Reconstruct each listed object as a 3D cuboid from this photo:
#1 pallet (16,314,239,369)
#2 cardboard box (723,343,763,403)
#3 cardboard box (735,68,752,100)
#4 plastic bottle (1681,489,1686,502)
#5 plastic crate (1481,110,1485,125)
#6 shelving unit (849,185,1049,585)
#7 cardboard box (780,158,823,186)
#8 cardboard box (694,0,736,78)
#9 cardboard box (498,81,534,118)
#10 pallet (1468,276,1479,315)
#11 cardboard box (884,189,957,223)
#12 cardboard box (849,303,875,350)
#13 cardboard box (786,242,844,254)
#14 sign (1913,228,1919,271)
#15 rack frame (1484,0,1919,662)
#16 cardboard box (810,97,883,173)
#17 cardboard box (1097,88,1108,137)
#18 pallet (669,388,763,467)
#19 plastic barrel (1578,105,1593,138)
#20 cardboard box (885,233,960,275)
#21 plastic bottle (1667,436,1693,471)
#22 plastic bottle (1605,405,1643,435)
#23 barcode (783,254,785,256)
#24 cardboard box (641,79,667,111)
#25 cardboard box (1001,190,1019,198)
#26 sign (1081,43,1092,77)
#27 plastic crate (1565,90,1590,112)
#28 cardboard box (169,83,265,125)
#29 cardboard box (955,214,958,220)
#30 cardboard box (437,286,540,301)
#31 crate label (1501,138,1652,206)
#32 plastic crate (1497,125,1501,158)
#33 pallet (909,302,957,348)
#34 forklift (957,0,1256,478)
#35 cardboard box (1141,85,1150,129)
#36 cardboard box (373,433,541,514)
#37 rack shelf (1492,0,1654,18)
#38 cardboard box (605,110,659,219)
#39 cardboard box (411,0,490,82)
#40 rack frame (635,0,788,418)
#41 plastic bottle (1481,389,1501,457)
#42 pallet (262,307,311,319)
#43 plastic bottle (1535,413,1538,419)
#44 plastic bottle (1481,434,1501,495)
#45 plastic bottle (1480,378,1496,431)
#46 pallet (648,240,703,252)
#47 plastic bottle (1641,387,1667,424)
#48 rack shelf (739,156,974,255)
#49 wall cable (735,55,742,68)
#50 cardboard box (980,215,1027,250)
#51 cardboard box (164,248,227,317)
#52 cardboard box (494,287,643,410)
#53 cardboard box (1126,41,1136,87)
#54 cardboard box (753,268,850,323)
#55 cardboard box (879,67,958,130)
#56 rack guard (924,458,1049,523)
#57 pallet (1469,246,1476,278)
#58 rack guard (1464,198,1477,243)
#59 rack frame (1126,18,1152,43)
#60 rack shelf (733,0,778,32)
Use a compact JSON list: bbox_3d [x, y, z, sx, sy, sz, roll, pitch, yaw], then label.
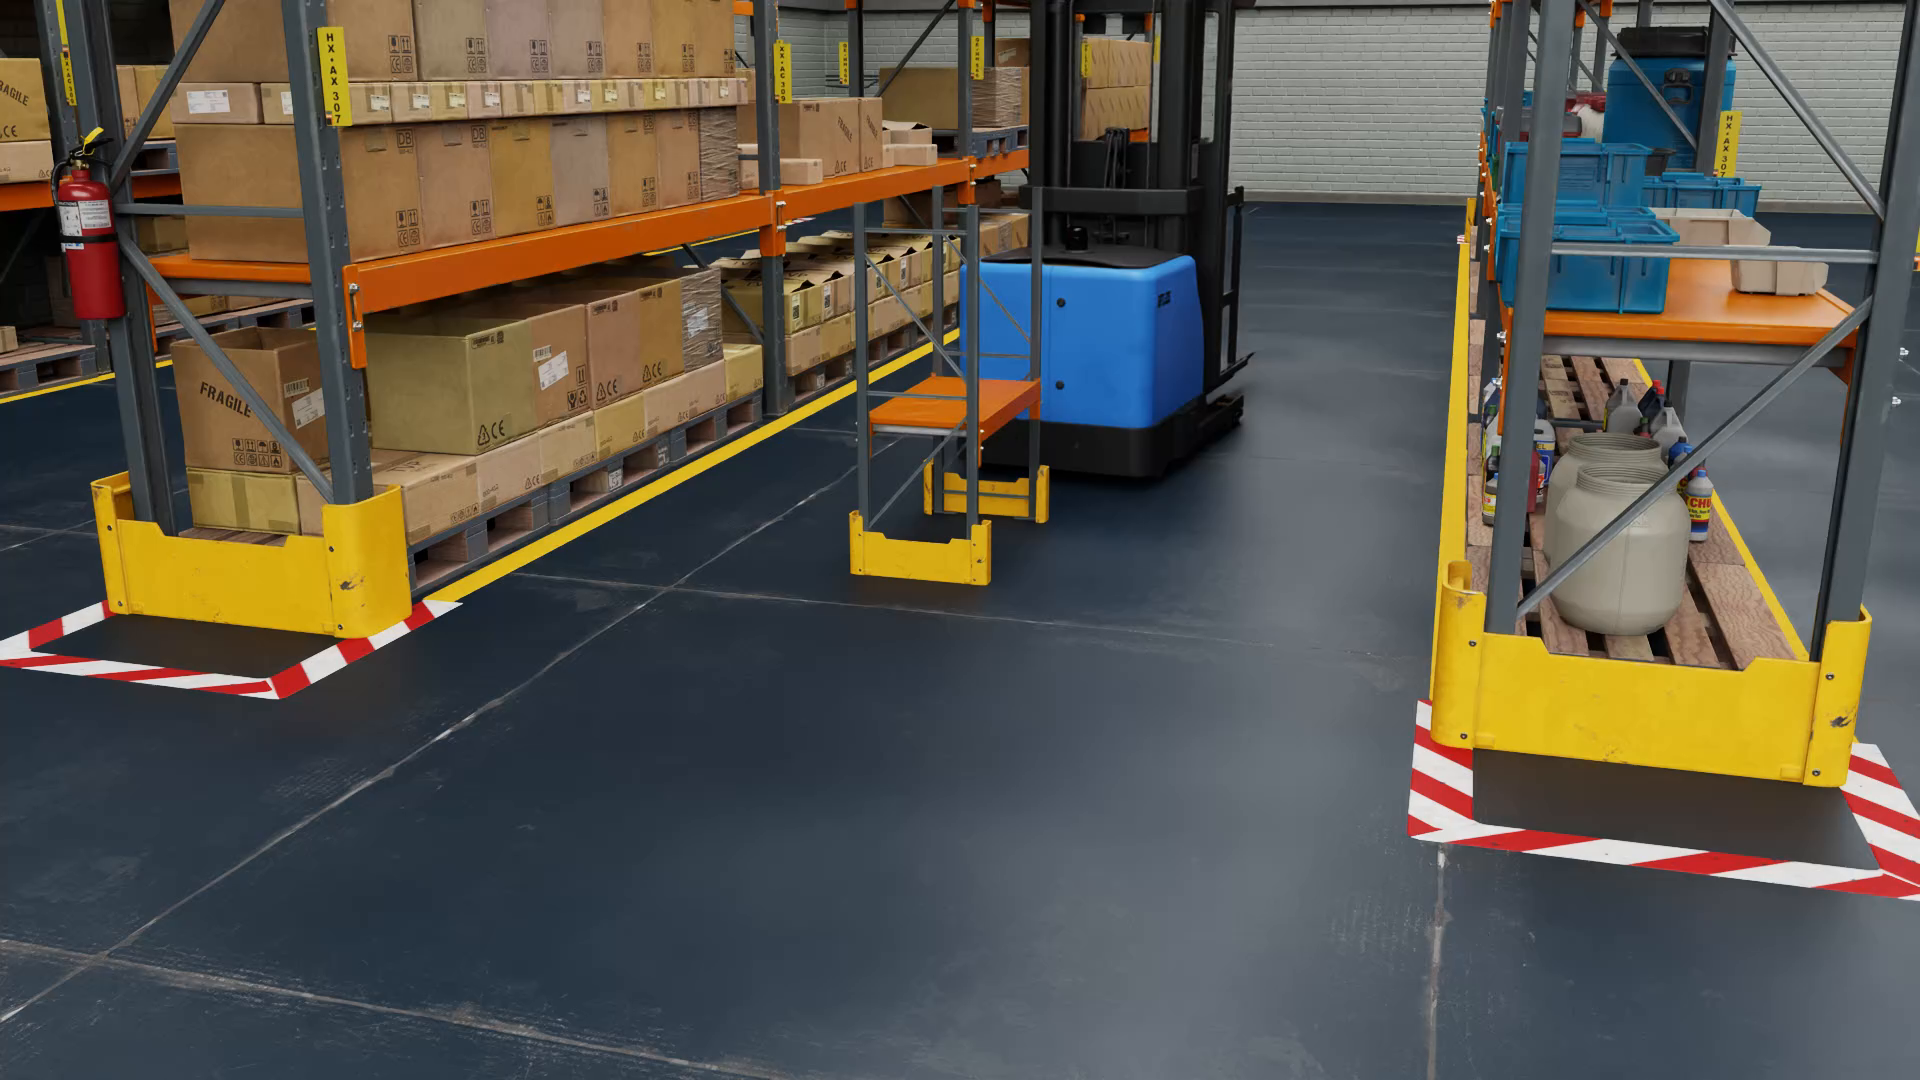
[{"bbox_3d":[-6.064,-1.467,12.116,1.003,0.211,1.213,5,16,16],"label":"pallet"},{"bbox_3d":[-1.455,-0.963,9.496,0.500,0.250,0.500,5,16,16],"label":"cardboard box"},{"bbox_3d":[-3.205,-5.563,20.897,0.980,0.700,0.700,4,16,15],"label":"cardboard box"},{"bbox_3d":[2.922,-0.133,6.623,0.097,0.201,0.097,0,16,0],"label":"plastic bottle"},{"bbox_3d":[5.865,-4.541,18.039,0.416,0.233,0.300,5,16,16],"label":"plastic crate"},{"bbox_3d":[-0.022,-0.702,7.054,0.587,1.500,1.083,5,16,16],"label":"shelving unit"},{"bbox_3d":[-1.085,-2.317,10.461,0.380,0.149,0.250,5,16,16],"label":"cardboard box"},{"bbox_3d":[-1.653,-2.778,9.064,0.700,0.500,0.500,5,17,16],"label":"cardboard box"},{"bbox_3d":[-2.060,-1.892,7.130,0.380,0.149,0.250,4,16,14],"label":"cardboard box"},{"bbox_3d":[4.884,-2.069,14.238,1.003,0.211,1.213,5,16,16],"label":"pallet"},{"bbox_3d":[-0.344,-2.916,14.514,0.500,0.250,0.500,5,17,18],"label":"cardboard box"},{"bbox_3d":[-0.890,-1.457,11.238,0.500,0.250,0.500,4,16,14],"label":"cardboard box"},{"bbox_3d":[-1.115,-2.032,12.237,0.500,0.311,0.500,4,16,14],"label":"cardboard box"},{"bbox_3d":[2.604,-0.880,4.426,0.100,0.325,0.005,5,16,16],"label":"sign"},{"bbox_3d":[2.078,-0.790,4.618,1.000,3.000,0.127,5,16,16],"label":"rack frame"},{"bbox_3d":[-0.858,-2.876,11.789,0.500,0.500,0.500,4,16,13],"label":"cardboard box"},{"bbox_3d":[1.289,-4.609,17.900,0.500,0.500,0.500,5,17,17],"label":"cardboard box"},{"bbox_3d":[-1.799,-0.676,9.324,1.003,0.211,1.213,5,16,16],"label":"pallet"},{"bbox_3d":[4.144,-2.541,10.586,0.421,0.512,0.421,0,16,0],"label":"plastic barrel"},{"bbox_3d":[-0.309,-2.261,13.046,0.500,0.311,0.500,5,17,17],"label":"cardboard box"},{"bbox_3d":[3.076,-0.308,7.113,0.097,0.271,0.097,0,16,0],"label":"plastic bottle"},{"bbox_3d":[3.105,-0.502,7.787,0.152,0.276,0.135,5,16,16],"label":"plastic bottle"},{"bbox_3d":[-1.061,-1.727,9.937,0.001,0.075,0.075,5,16,16],"label":"barcode"},{"bbox_3d":[-1.696,-2.228,8.316,0.380,0.149,0.250,5,16,16],"label":"cardboard box"},{"bbox_3d":[0.630,-3.495,17.929,0.500,0.500,0.500,5,16,16],"label":"cardboard box"},{"bbox_3d":[1.273,-4.830,16.738,0.100,0.325,0.005,5,16,16],"label":"sign"},{"bbox_3d":[5.983,-4.204,16.425,0.402,0.464,0.583,5,16,16],"label":"plastic crate"},{"bbox_3d":[-2.744,-1.650,6.279,0.380,0.149,0.250,4,16,15],"label":"cardboard box"},{"bbox_3d":[-0.208,-2.676,15.040,0.500,0.500,0.500,4,16,14],"label":"cardboard box"},{"bbox_3d":[-2.389,-0.972,8.155,0.500,0.500,0.500,5,16,16],"label":"cardboard box"},{"bbox_3d":[2.342,-1.310,6.385,0.502,0.435,0.616,5,16,16],"label":"crate label"},{"bbox_3d":[3.230,-2.142,9.413,0.392,0.384,0.575,5,16,16],"label":"plastic crate"},{"bbox_3d":[-0.668,-1.714,12.987,1.003,0.211,1.213,5,16,16],"label":"pallet"},{"bbox_3d":[1.016,-2.077,9.281,1.130,2.935,3.031,6,17,22],"label":"forklift"},{"bbox_3d":[2.011,-5.271,20.233,0.500,0.500,0.500,5,17,18],"label":"cardboard box"},{"bbox_3d":[-2.166,-0.309,7.190,0.500,0.250,0.500,5,16,16],"label":"cardboard box"},{"bbox_3d":[4.920,-4.503,13.531,1.077,0.370,4.000,5,16,16],"label":"rack shelf"},{"bbox_3d":[-1.943,-1.884,8.291,0.700,0.500,0.500,5,17,17],"label":"cardboard box"},{"bbox_3d":[-2.366,-2.121,6.748,0.700,0.500,0.500,4,16,14],"label":"cardboard box"},{"bbox_3d":[-1.533,-2.222,9.666,1.000,3.000,0.127,5,16,16],"label":"rack frame"},{"bbox_3d":[2.534,-0.546,7.804,0.144,0.351,0.185,4,16,14],"label":"plastic bottle"},{"bbox_3d":[-5.370,-2.106,14.366,1.003,0.211,1.213,5,16,16],"label":"pallet"},{"bbox_3d":[2.662,-0.510,7.822,0.097,0.271,0.097,0,16,0],"label":"plastic bottle"},{"bbox_3d":[2.317,-0.306,7.097,0.152,0.276,0.135,4,16,14],"label":"plastic bottle"},{"bbox_3d":[2.704,-0.686,8.446,0.097,0.271,0.097,0,16,0],"label":"plastic bottle"},{"bbox_3d":[-3.719,-3.549,19.456,1.003,0.211,1.213,5,16,16],"label":"pallet"},{"bbox_3d":[3.254,-0.533,7.760,0.144,0.351,0.185,4,16,13],"label":"plastic bottle"},{"bbox_3d":[-0.965,-2.399,11.609,1.077,0.370,4.000,5,16,16],"label":"rack shelf"},{"bbox_3d":[-3.416,-6.642,23.386,0.084,1.984,1.851,5,16,16],"label":"wall cable"},{"bbox_3d":[0.298,-2.643,14.924,0.500,0.500,0.500,4,16,15],"label":"cardboard box"},{"bbox_3d":[-5.992,-1.947,12.471,0.700,0.500,0.500,4,16,15],"label":"cardboard box"},{"bbox_3d":[-1.875,-0.931,8.008,0.500,0.500,0.500,5,16,16],"label":"cardboard box"},{"bbox_3d":[1.729,-5.484,19.153,0.500,0.500,0.500,5,17,17],"label":"cardboard box"},{"bbox_3d":[-1.030,-1.590,10.680,0.500,0.311,0.500,4,16,15],"label":"cardboard box"},{"bbox_3d":[-0.325,-3.692,13.896,0.700,0.500,0.500,-1,16,-3],"label":"cardboard box"},{"bbox_3d":[0.120,-0.231,7.684,0.587,0.250,0.087,5,16,16],"label":"rack guard"},{"bbox_3d":[5.660,-2.784,16.756,1.003,0.211,1.213,5,16,16],"label":"pallet"},{"bbox_3d":[6.620,-3.781,19.743,1.175,0.500,0.348,5,16,16],"label":"rack guard"},{"bbox_3d":[1.877,-5.361,20.734,1.000,3.000,0.127,5,16,16],"label":"rack frame"},{"bbox_3d":[-3.442,-6.318,19.929,1.077,0.370,4.000,5,16,16],"label":"rack shelf"}]
